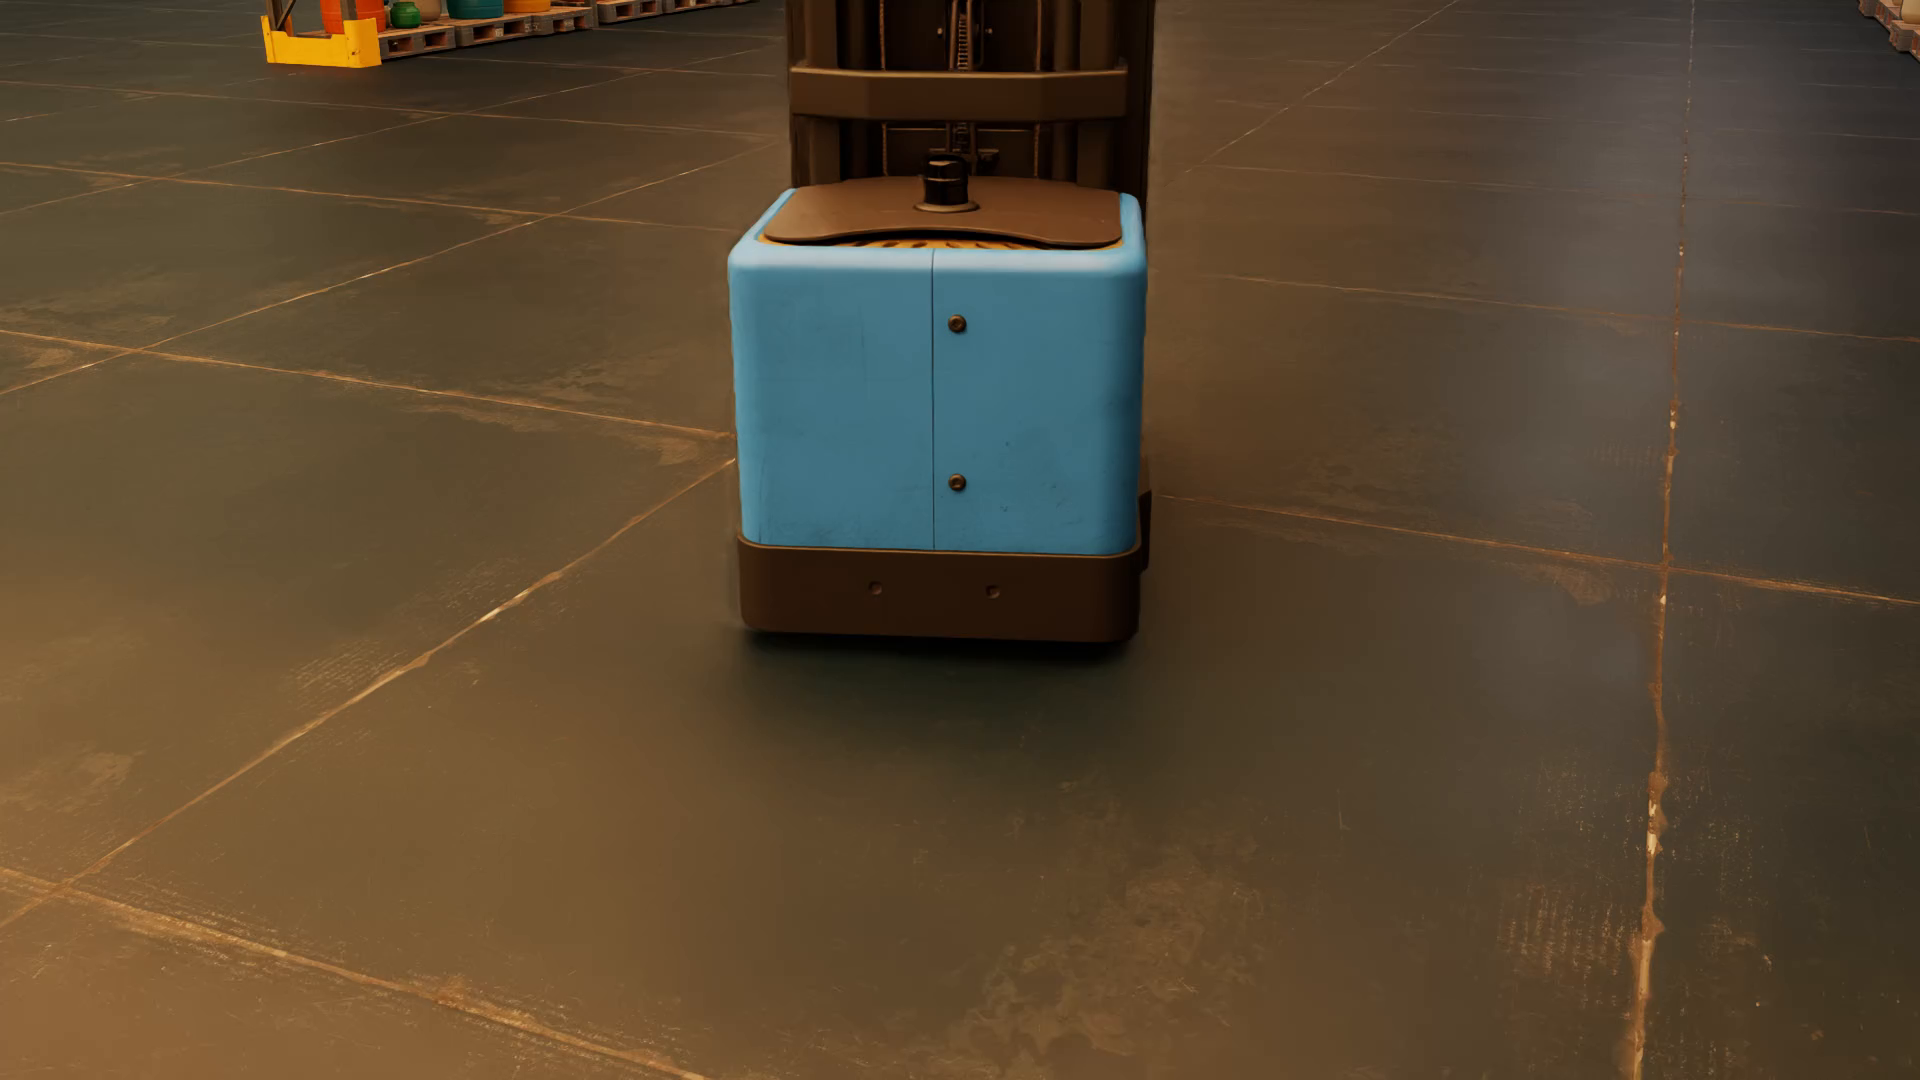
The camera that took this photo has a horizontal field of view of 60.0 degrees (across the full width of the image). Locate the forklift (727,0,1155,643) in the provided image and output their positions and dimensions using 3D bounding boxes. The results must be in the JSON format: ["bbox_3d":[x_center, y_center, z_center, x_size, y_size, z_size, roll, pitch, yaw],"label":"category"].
[{"bbox_3d":[0.048,-1.615,5.157,1.130,2.935,3.031,2,23,4],"label":"forklift"}]
